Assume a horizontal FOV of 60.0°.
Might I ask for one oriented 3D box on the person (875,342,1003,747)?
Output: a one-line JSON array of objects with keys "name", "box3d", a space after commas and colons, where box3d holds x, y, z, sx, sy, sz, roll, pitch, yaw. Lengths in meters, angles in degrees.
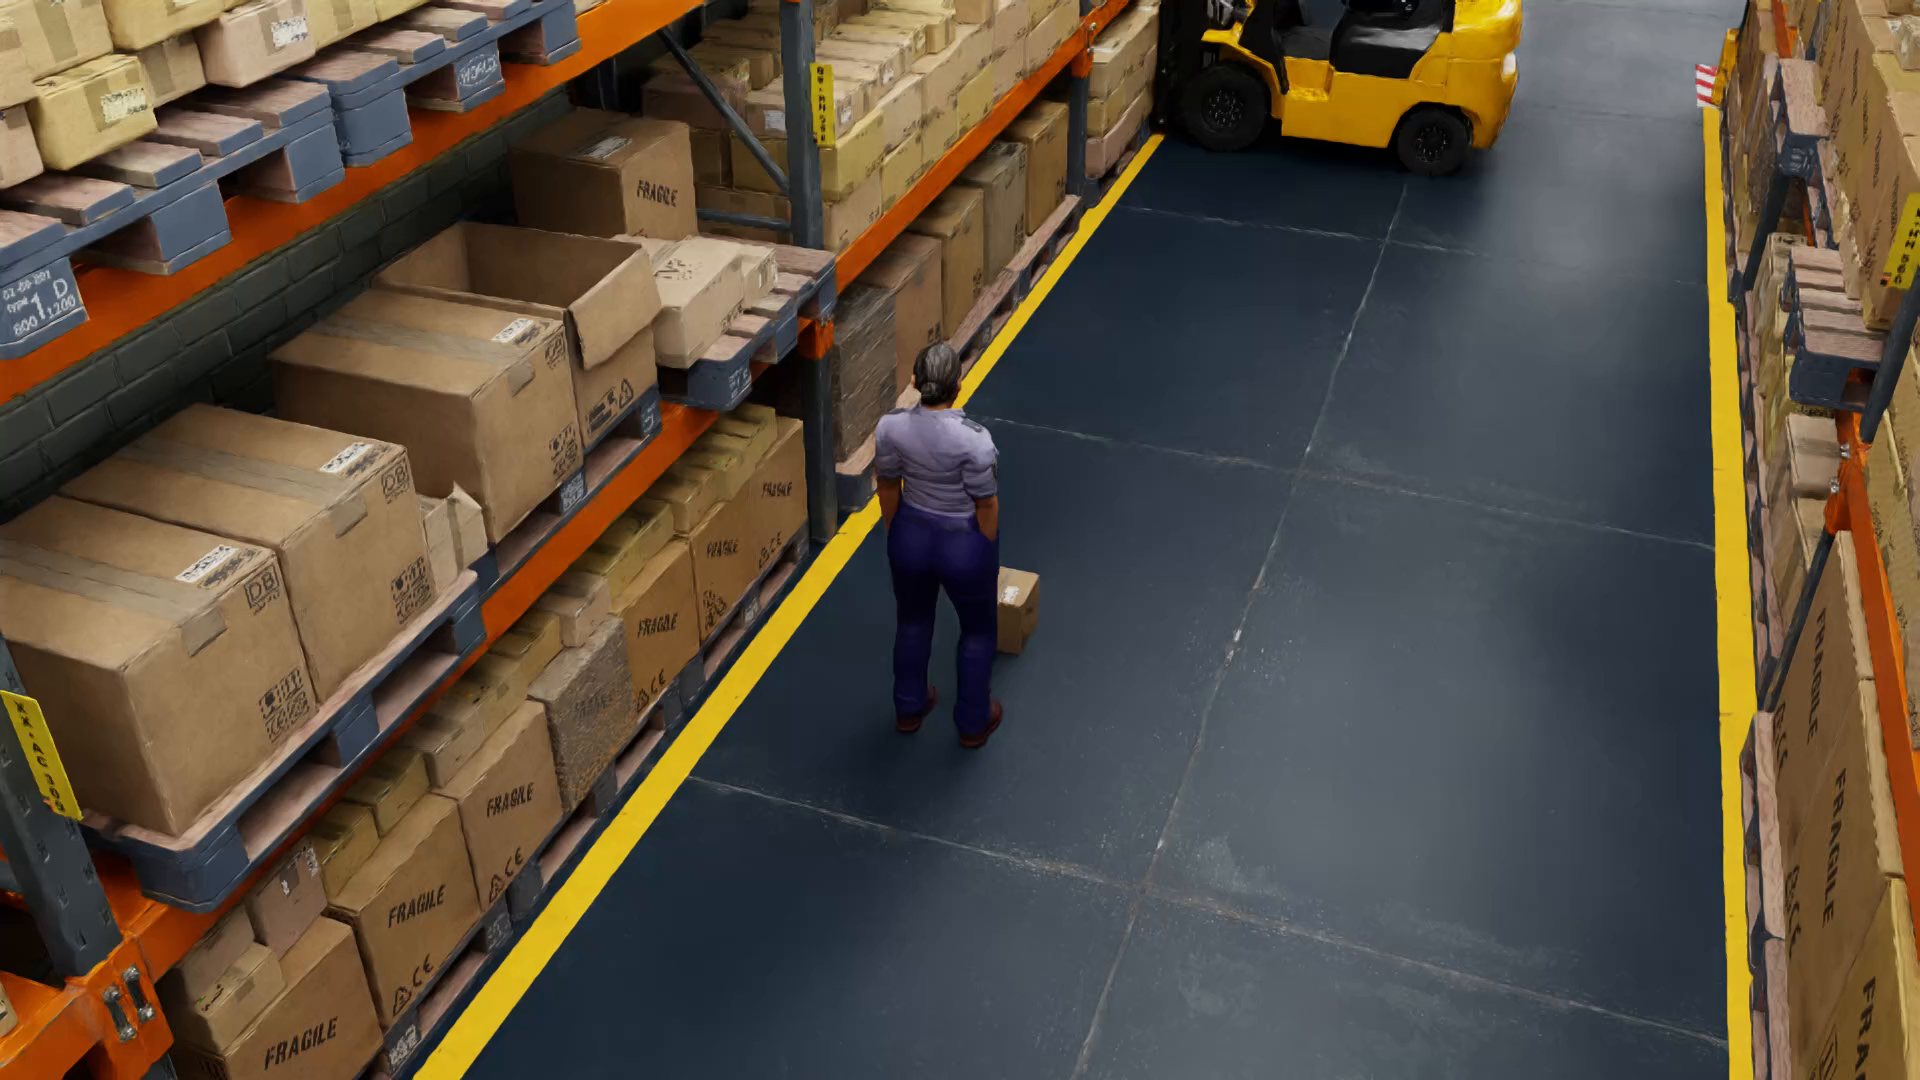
[{"name": "person", "box3d": [-0.075, 0.021, 6.130, 0.471, 1.644, 0.341, 12, 35, 17]}]
